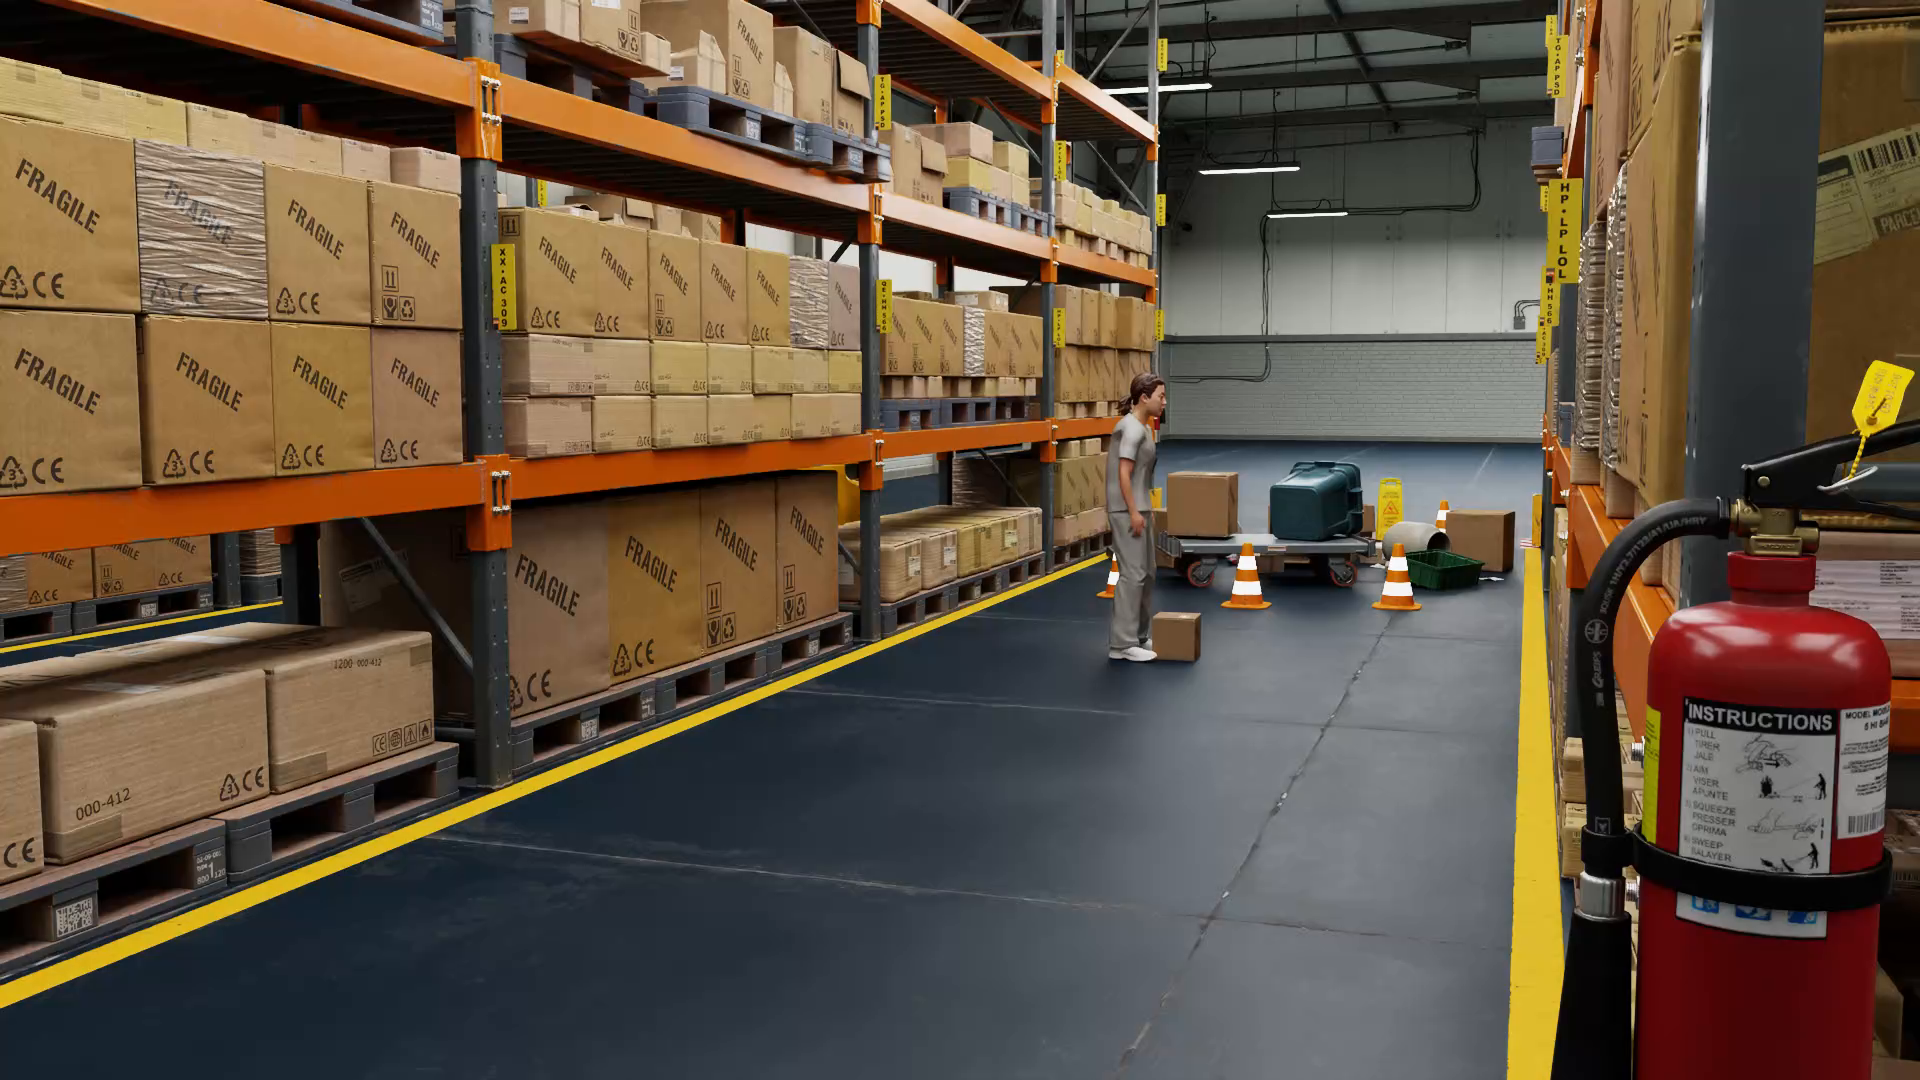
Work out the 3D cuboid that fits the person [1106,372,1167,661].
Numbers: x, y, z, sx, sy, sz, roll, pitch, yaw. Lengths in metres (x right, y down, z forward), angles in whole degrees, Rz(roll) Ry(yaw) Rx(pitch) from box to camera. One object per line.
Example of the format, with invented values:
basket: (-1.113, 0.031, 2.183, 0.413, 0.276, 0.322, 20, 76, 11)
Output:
person: (1.038, -0.147, 9.799, 0.349, 1.673, 0.503, 2, 6, 17)
